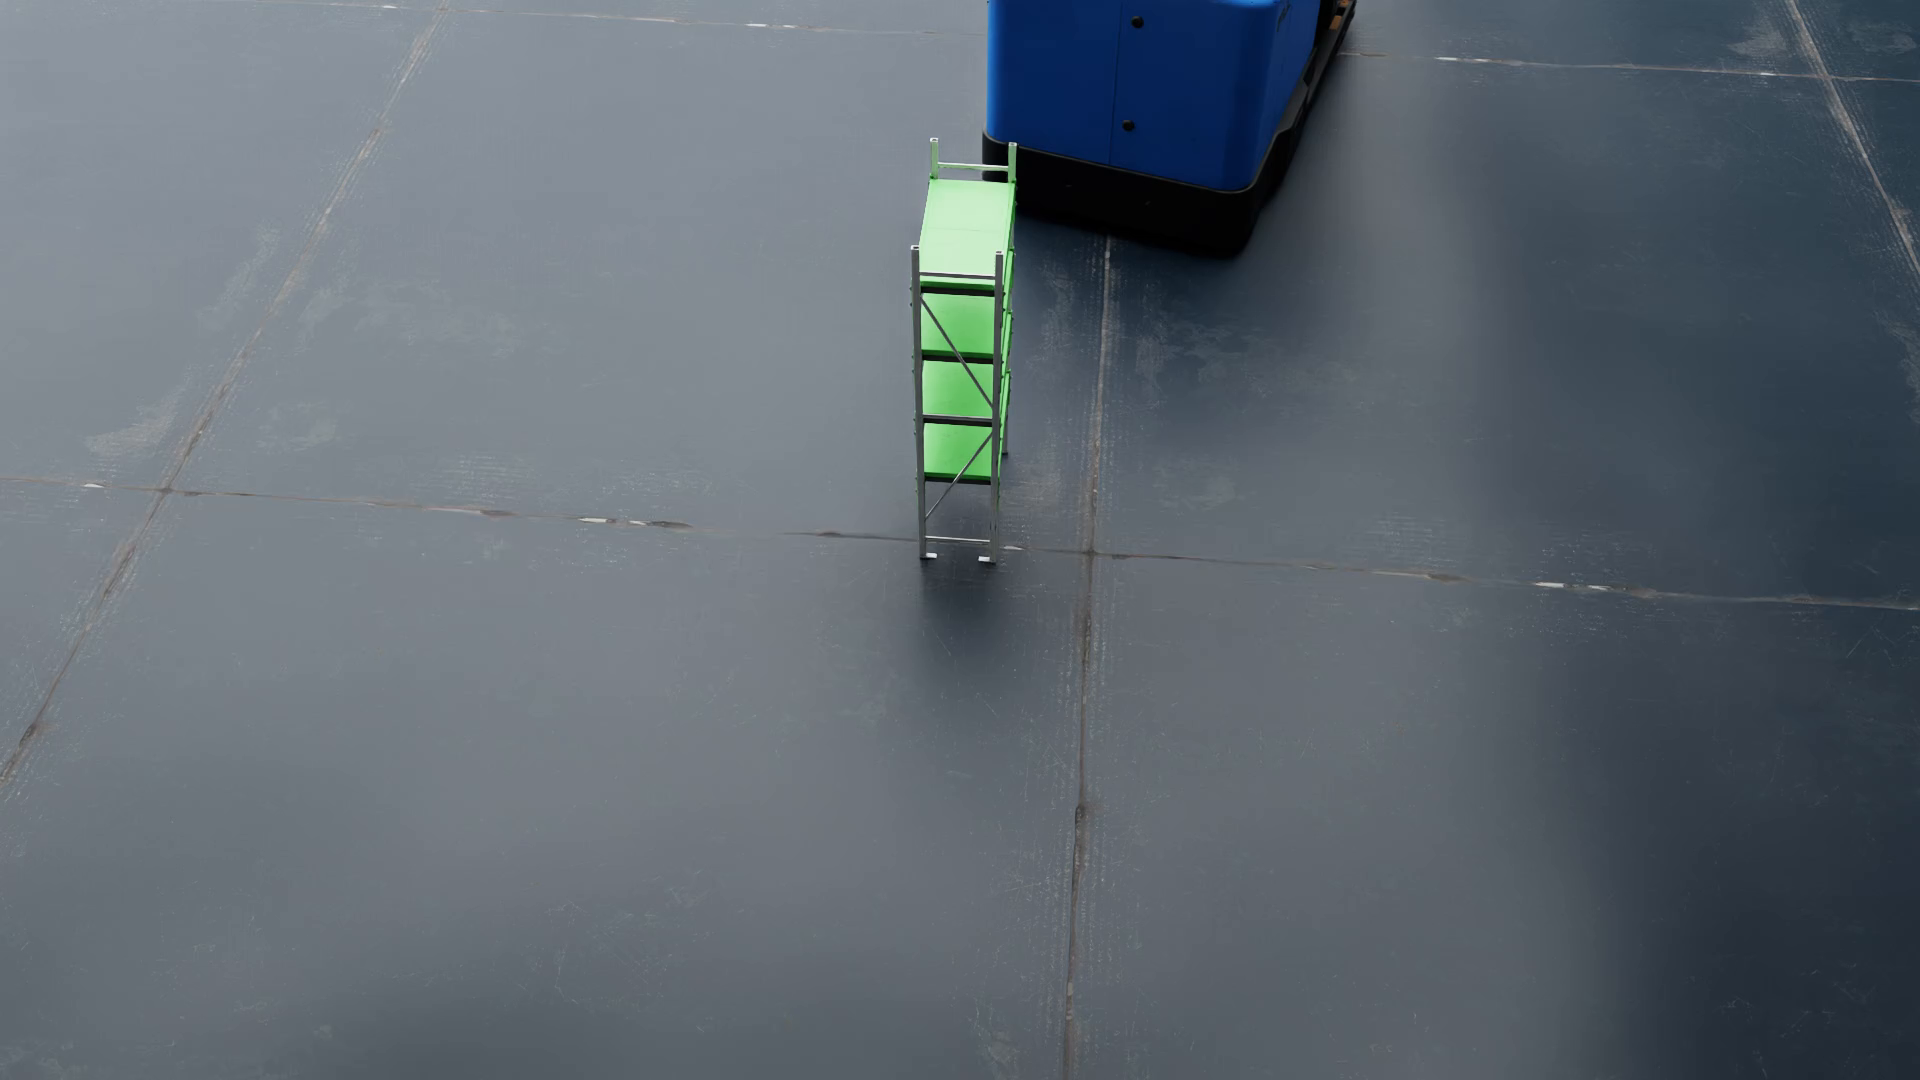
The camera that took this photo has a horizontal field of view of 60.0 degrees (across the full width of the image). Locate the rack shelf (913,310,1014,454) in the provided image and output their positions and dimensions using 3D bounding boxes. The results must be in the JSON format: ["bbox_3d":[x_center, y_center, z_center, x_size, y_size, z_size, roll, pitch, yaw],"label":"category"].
[{"bbox_3d":[0.015,-0.483,4.966,0.258,0.148,0.480,4,48,4],"label":"rack shelf"}]

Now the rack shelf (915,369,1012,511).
[{"bbox_3d":[0.015,-0.321,5.143,0.258,0.148,0.480,4,48,4],"label":"rack shelf"}]

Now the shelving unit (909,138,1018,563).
[{"bbox_3d":[0.015,-0.527,4.918,0.258,1.200,0.503,4,48,4],"label":"shelving unit"}]

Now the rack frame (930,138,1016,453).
[{"bbox_3d":[0.037,-0.706,5.082,0.240,1.200,0.015,4,48,4],"label":"rack frame"}]

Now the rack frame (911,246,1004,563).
[{"bbox_3d":[-0.007,-0.347,4.754,0.240,1.200,0.015,4,48,4],"label":"rack frame"}]

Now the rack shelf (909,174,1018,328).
[{"bbox_3d":[0.015,-0.807,4.611,0.258,0.148,0.480,4,48,4],"label":"rack shelf"}]

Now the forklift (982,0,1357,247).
[{"bbox_3d":[1.090,-3.181,6.173,1.130,2.935,3.031,16,50,14],"label":"forklift"}]

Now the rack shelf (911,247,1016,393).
[{"bbox_3d":[0.015,-0.645,4.789,0.258,0.148,0.480,4,48,4],"label":"rack shelf"}]
